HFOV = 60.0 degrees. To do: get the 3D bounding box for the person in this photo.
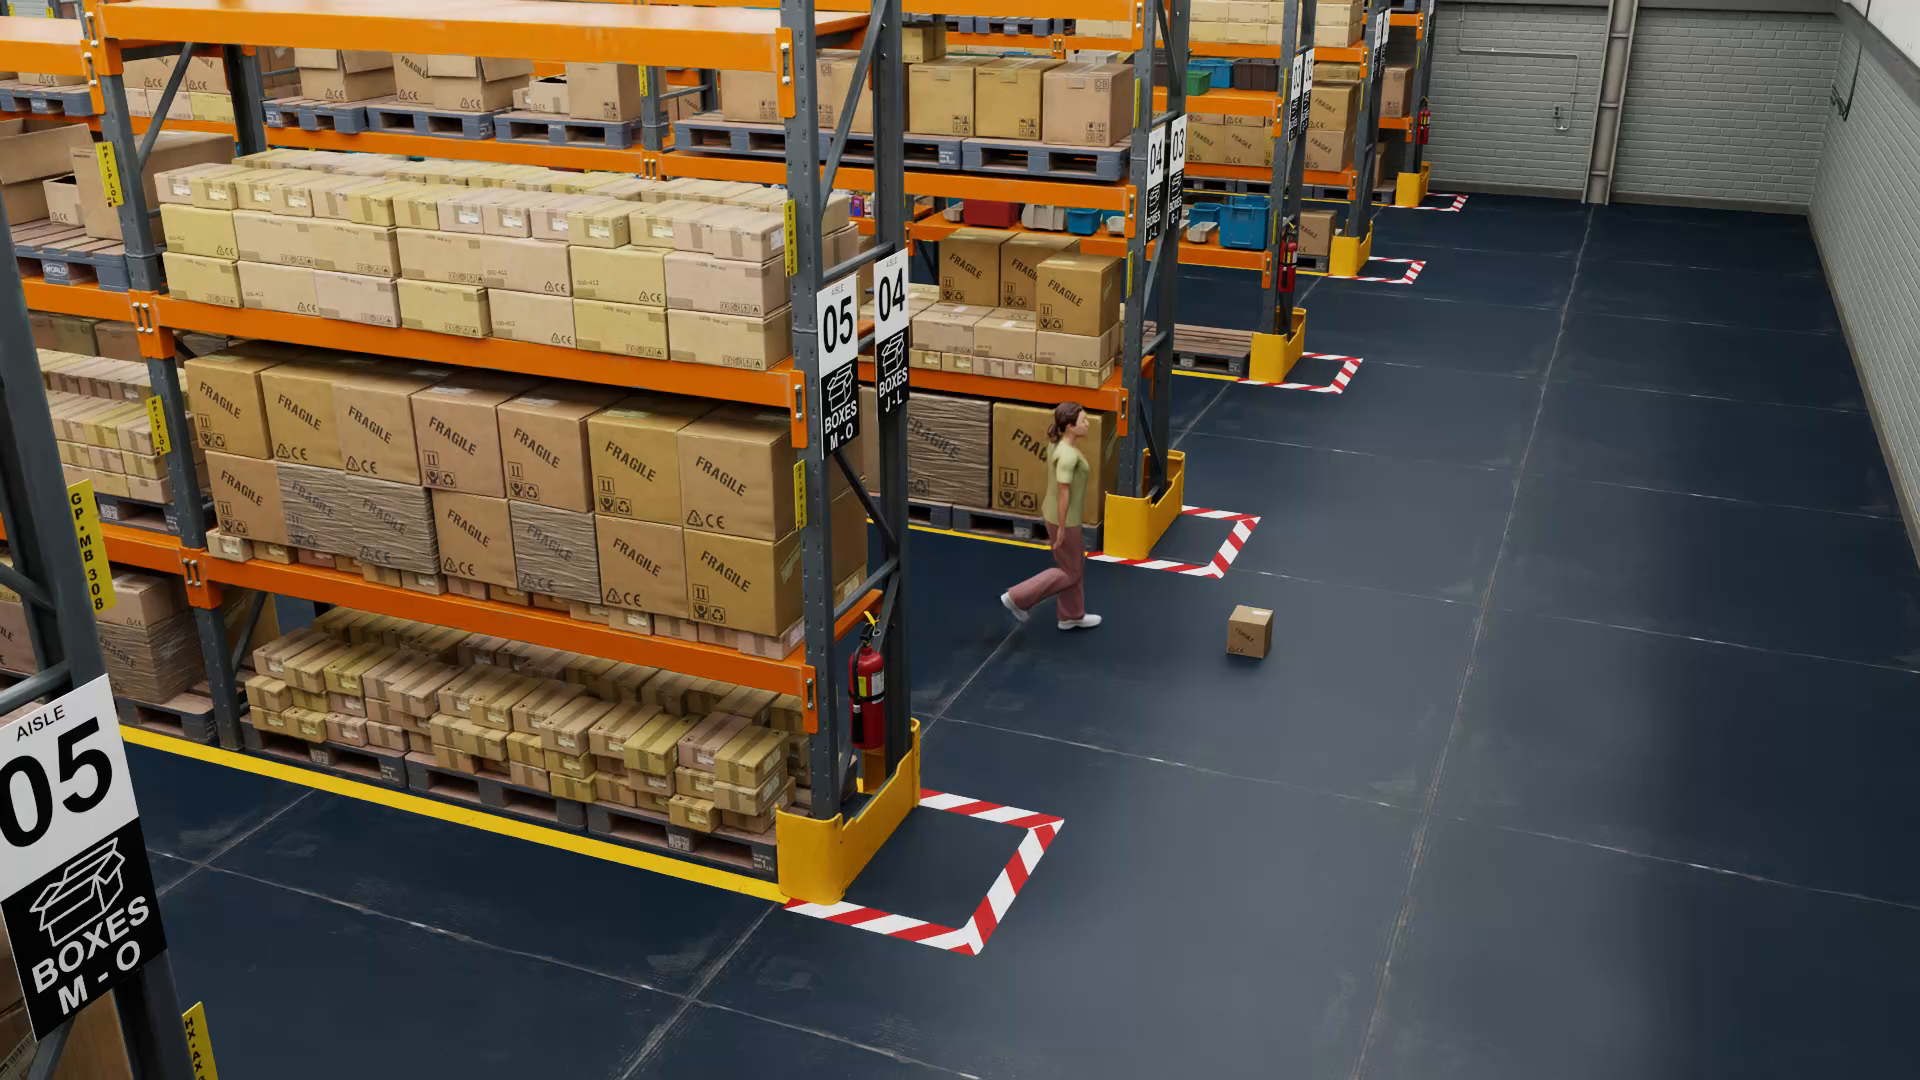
[{"bbox_3d":[0.631,-0.130,11.214,0.732,1.654,0.467,-2,23,-6],"label":"person"}]
